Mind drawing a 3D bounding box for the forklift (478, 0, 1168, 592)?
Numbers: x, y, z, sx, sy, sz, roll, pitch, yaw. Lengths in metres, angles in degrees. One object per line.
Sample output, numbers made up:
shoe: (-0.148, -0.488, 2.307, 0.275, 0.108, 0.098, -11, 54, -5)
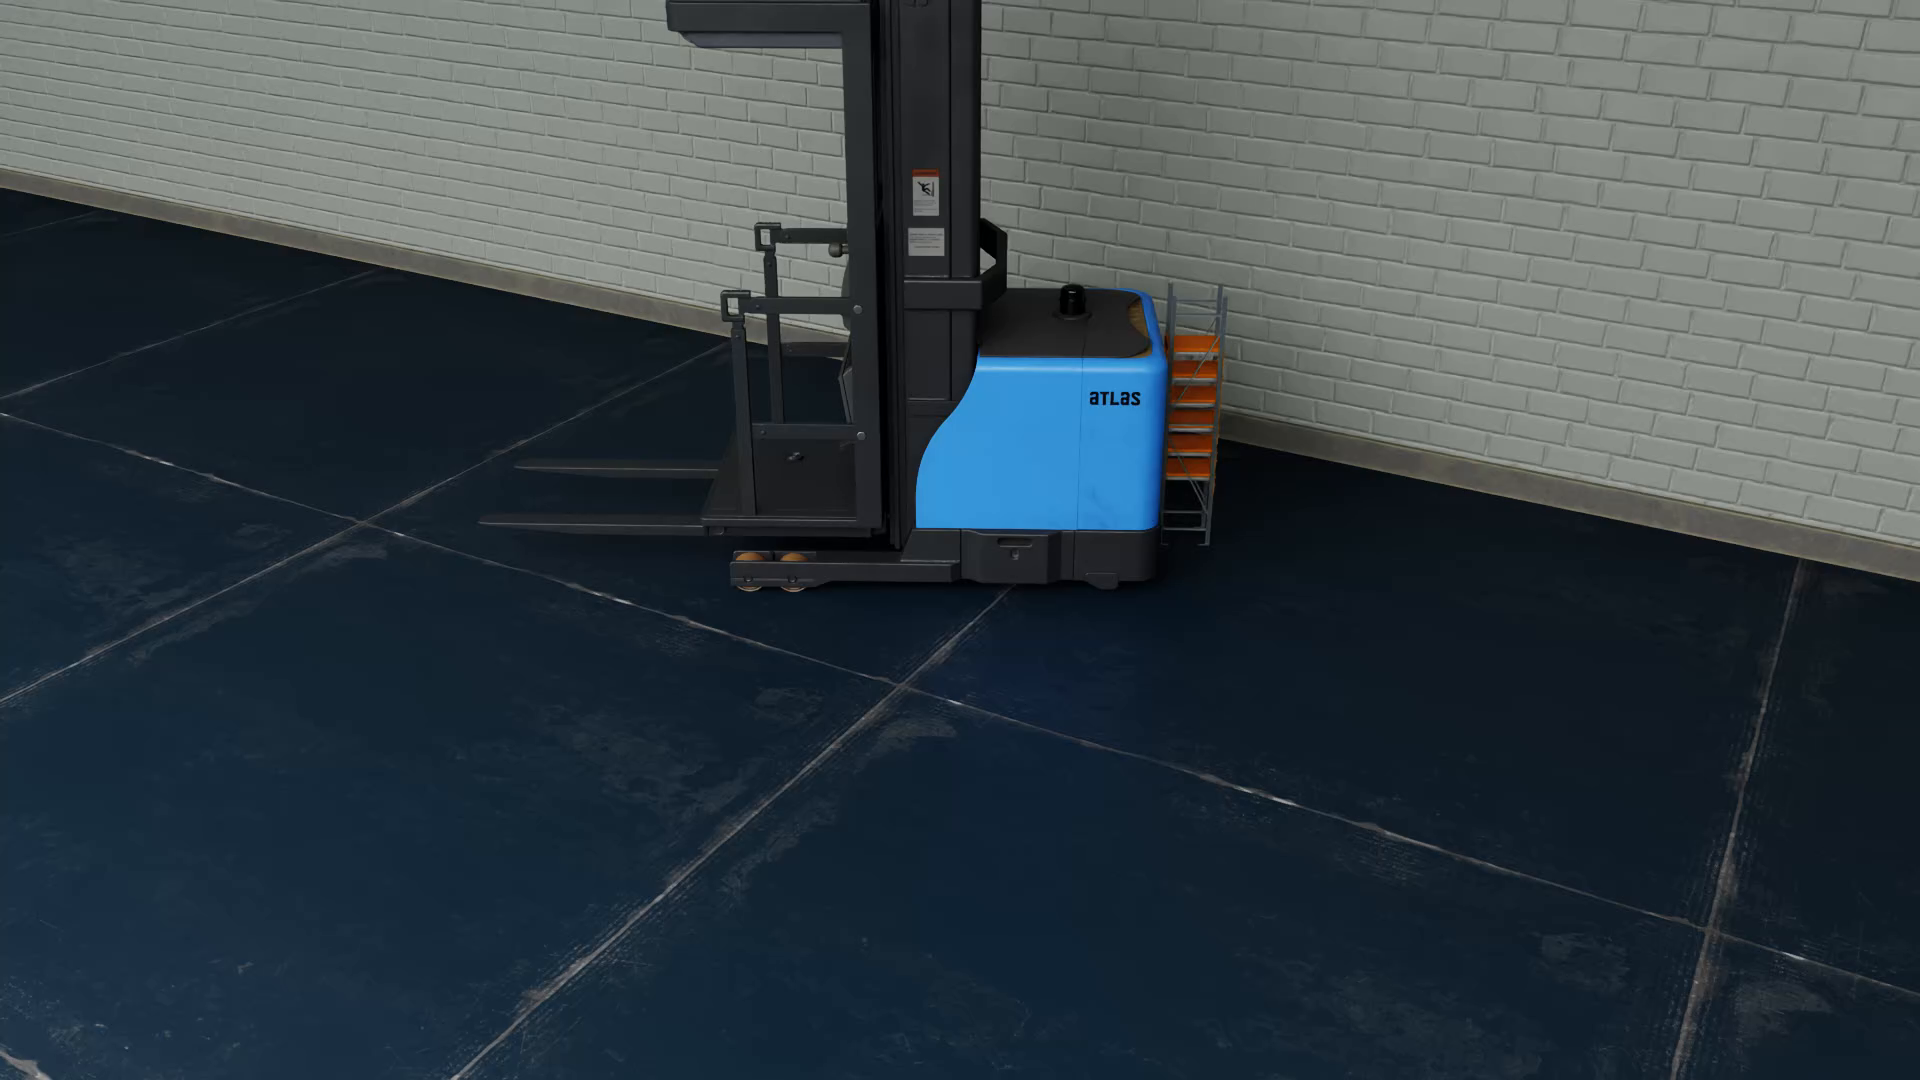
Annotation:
forklift: (-0.627, -1.319, 7.110, 3.031, 2.935, 1.130, 1, 27, 1)

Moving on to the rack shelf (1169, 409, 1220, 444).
rack shelf: (1.037, -0.514, 7.536, 0.258, 0.103, 0.180, 1, 27, 1)

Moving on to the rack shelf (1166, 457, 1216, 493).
rack shelf: (1.037, -0.300, 7.644, 0.258, 0.103, 0.180, 1, 27, 1)

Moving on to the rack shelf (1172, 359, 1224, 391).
rack shelf: (1.037, -0.729, 7.429, 0.258, 0.103, 0.180, 1, 27, 1)

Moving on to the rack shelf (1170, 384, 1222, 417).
rack shelf: (1.037, -0.622, 7.483, 0.258, 0.103, 0.180, 1, 27, 1)

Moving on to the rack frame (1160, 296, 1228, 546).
rack frame: (1.034, -0.513, 7.435, 0.240, 1.200, 0.006, 1, 27, 1)

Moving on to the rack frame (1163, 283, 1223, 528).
rack frame: (1.039, -0.595, 7.598, 0.240, 1.200, 0.006, 1, 27, 1)

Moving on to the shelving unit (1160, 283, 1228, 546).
shelving unit: (1.037, -0.554, 7.516, 0.258, 1.200, 0.189, 1, 27, 1)

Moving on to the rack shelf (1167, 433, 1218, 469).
rack shelf: (1.037, -0.407, 7.590, 0.258, 0.103, 0.180, 1, 27, 1)

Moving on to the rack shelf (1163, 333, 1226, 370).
rack shelf: (1.037, -0.836, 7.375, 0.258, 0.103, 0.180, 1, 27, 1)
